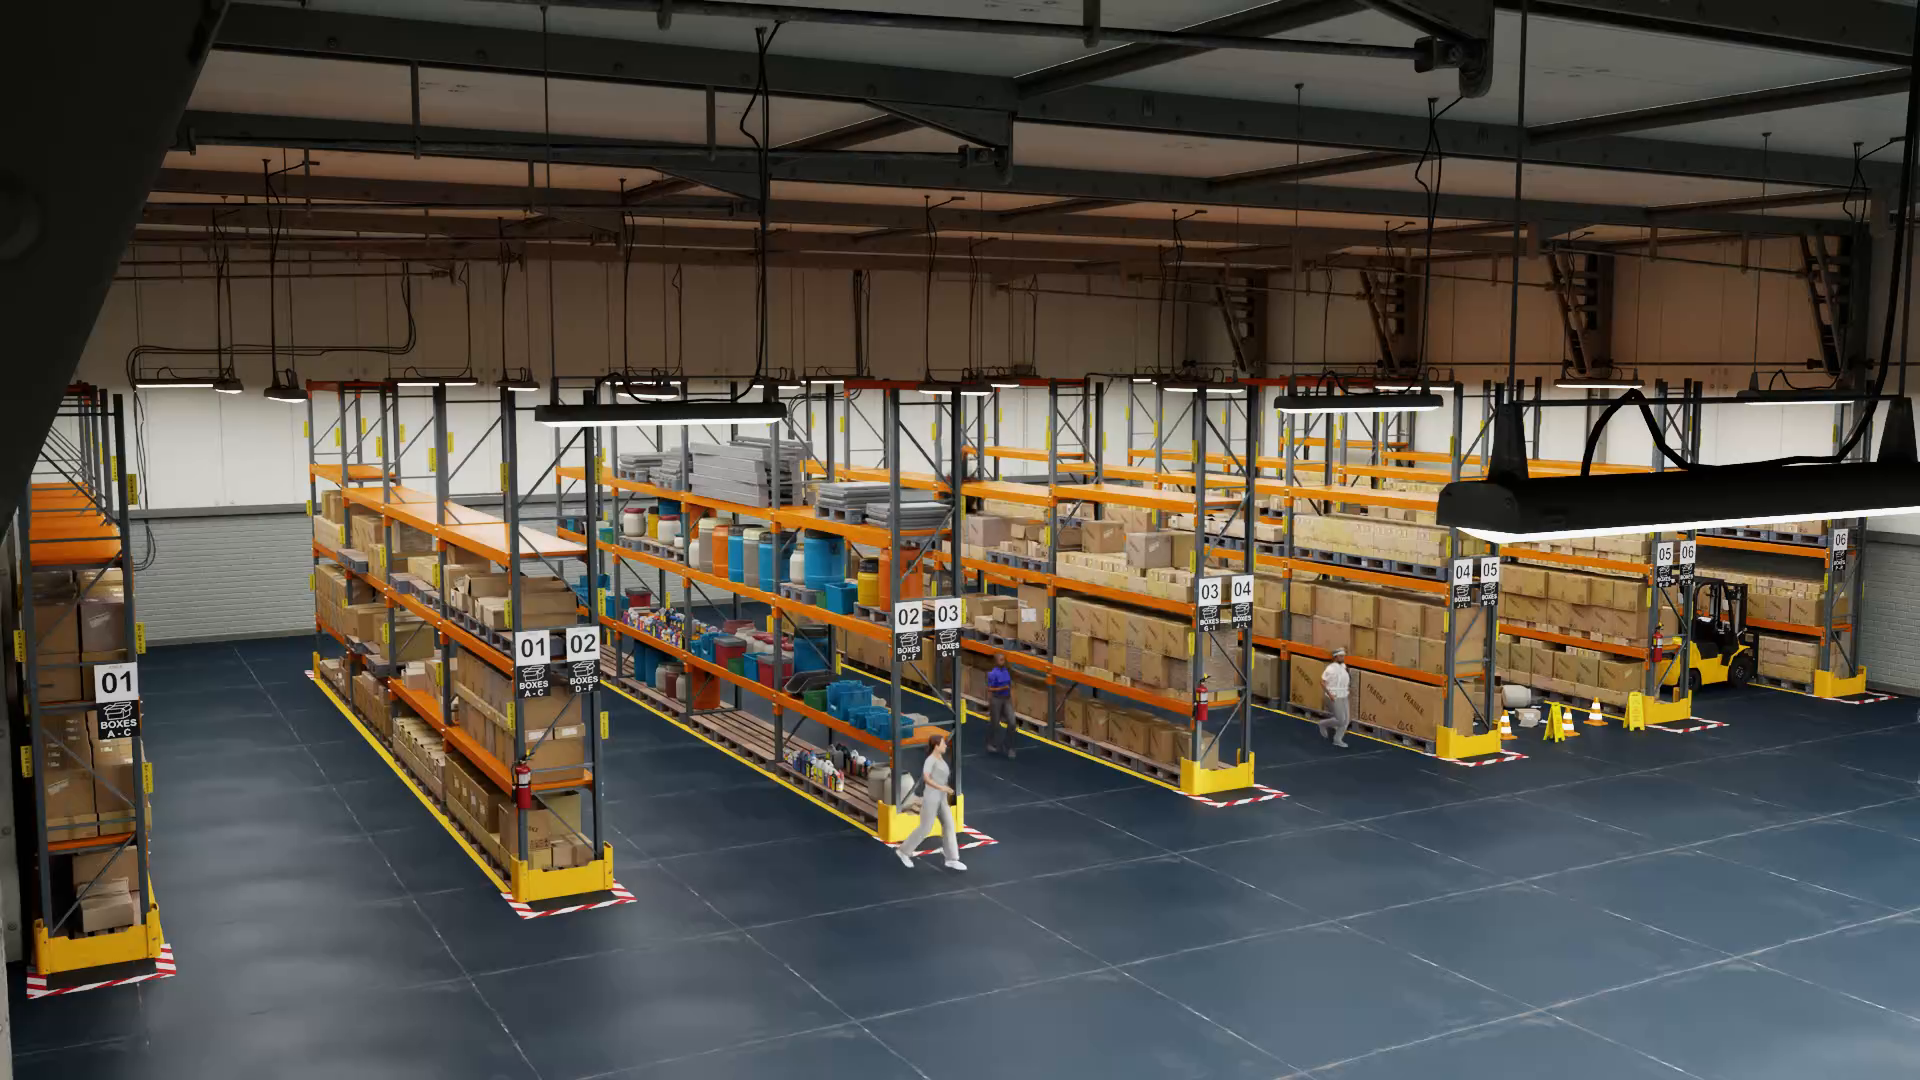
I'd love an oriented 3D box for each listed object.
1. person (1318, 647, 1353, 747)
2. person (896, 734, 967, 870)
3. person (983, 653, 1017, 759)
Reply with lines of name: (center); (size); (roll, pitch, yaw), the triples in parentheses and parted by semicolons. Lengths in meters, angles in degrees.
person: (6.231, 2.586, 27.535); (0.591, 1.649, 0.575); (-5, 8, -39)
person: (-0.294, 3.260, 20.895); (0.917, 1.649, 0.633); (2, 6, 19)
person: (0.655, 2.665, 26.783); (0.556, 1.714, 0.714); (-5, 8, -37)
